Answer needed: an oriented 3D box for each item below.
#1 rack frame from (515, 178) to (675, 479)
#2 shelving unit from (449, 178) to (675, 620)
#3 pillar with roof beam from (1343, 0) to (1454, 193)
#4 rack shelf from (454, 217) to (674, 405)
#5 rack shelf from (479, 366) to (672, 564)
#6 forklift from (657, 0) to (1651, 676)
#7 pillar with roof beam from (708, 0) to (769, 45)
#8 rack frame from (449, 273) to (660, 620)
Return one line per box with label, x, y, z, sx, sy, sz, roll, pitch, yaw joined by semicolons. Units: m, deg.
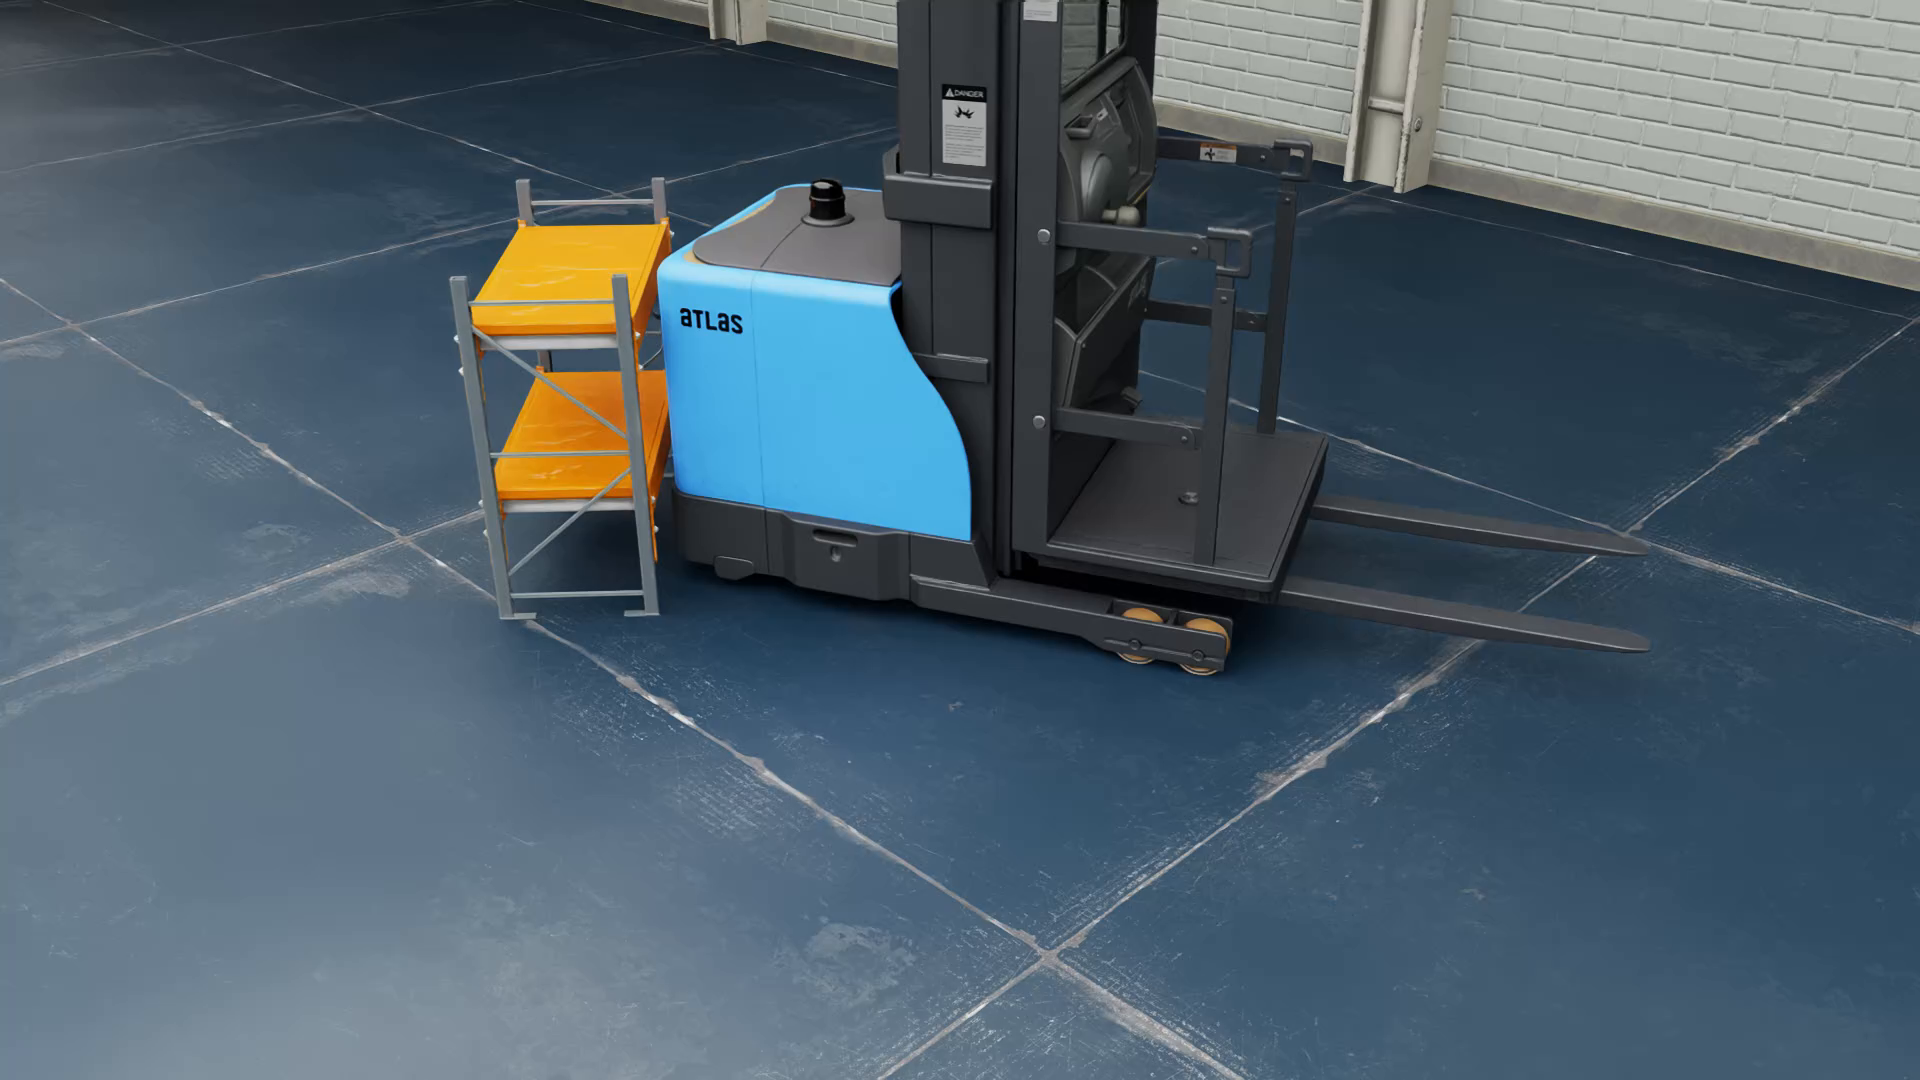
rack frame;-1.260;-0.730;5.930;0.500;1.125;0.032;-1;28;-3
shelving unit;-1.234;-0.494;5.480;0.538;1.125;1.048;-1;28;-3
pillar with roof beam;-0.522;-4.654;4.932;0.400;9.000;9.100;25;36;38
rack shelf;-1.234;-0.753;5.344;0.538;0.278;1.000;-1;28;-3
rack shelf;-1.234;-0.277;5.594;0.538;0.278;1.000;-1;28;-3
forklift;0.629;-1.171;4.827;3.031;2.935;1.130;9;29;17
pillar with roof beam;-4.800;-6.612;8.655;0.400;9.000;9.100;25;36;38
rack frame;-1.208;-0.257;5.031;0.500;1.125;0.032;-1;28;-3
